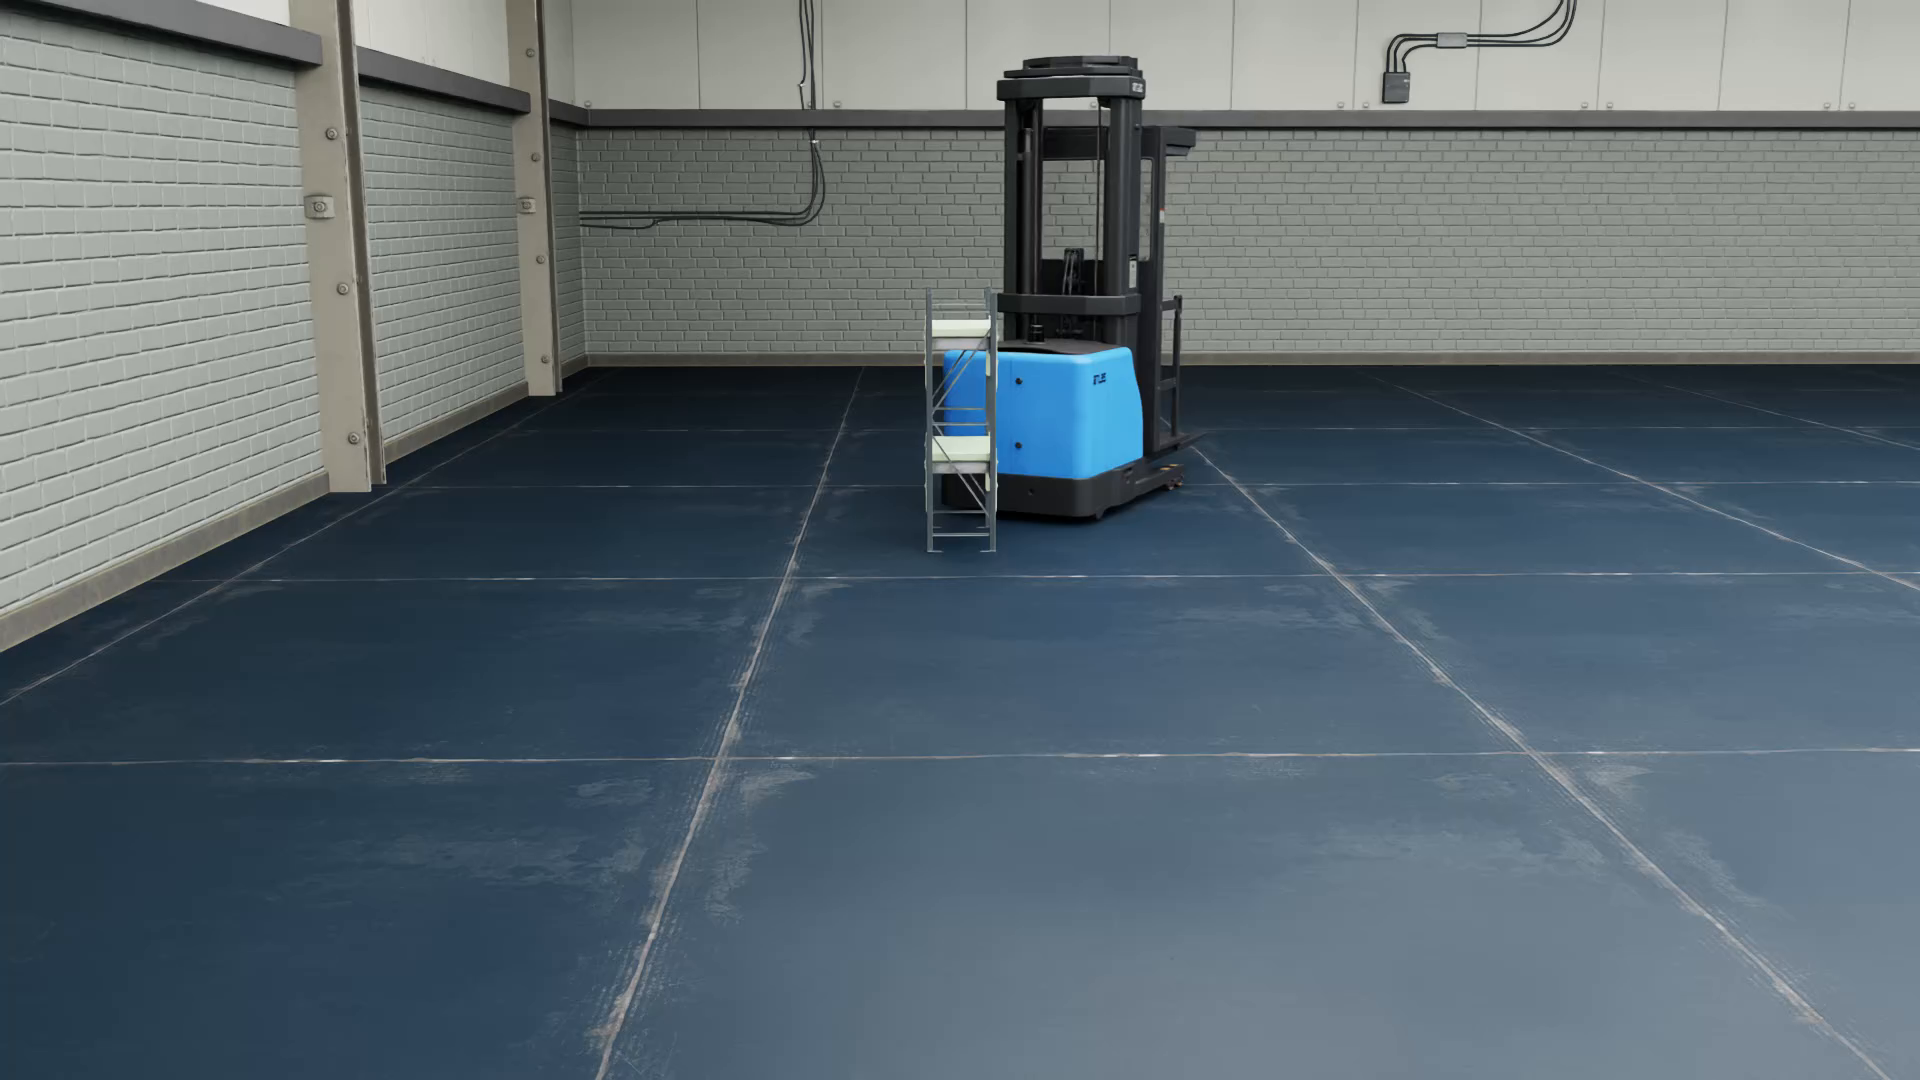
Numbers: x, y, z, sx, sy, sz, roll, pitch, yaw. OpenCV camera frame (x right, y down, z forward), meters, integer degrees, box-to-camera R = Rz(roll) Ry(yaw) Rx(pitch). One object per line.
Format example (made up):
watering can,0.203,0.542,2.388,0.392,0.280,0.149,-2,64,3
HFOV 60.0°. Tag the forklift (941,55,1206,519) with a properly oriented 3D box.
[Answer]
forklift,0.974,-1.819,11.652,1.130,2.935,3.031,5,13,25

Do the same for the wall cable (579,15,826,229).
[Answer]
wall cable,-3.189,-5.049,20.123,3.097,2.526,0.112,0,11,-1

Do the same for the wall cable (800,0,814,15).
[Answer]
wall cable,-0.485,-7.535,19.676,3.097,2.526,0.112,0,11,-1

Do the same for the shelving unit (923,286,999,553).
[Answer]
shelving unit,0.000,-0.736,9.917,0.431,1.500,0.755,0,11,-1

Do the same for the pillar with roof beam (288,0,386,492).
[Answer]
pillar with roof beam,-0.022,-4.805,11.109,9.100,9.000,0.400,0,11,-1

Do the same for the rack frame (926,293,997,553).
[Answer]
rack frame,0.007,-0.664,9.558,0.400,1.500,0.023,0,11,-1

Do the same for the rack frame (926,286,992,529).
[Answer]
rack frame,-0.008,-0.809,10.275,0.400,1.500,0.023,0,11,-1

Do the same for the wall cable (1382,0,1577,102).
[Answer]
wall cable,6.302,-8.273,19.653,2.305,6.003,0.169,0,11,-1

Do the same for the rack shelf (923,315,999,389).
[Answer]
rack shelf,0.000,-1.119,9.839,0.431,0.370,0.720,0,11,-1

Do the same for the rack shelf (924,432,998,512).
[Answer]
rack shelf,0.000,-0.417,9.981,0.431,0.370,0.720,0,11,-1

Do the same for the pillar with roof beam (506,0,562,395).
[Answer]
pillar with roof beam,-0.146,-5.997,16.988,9.100,9.000,0.400,0,11,-1
